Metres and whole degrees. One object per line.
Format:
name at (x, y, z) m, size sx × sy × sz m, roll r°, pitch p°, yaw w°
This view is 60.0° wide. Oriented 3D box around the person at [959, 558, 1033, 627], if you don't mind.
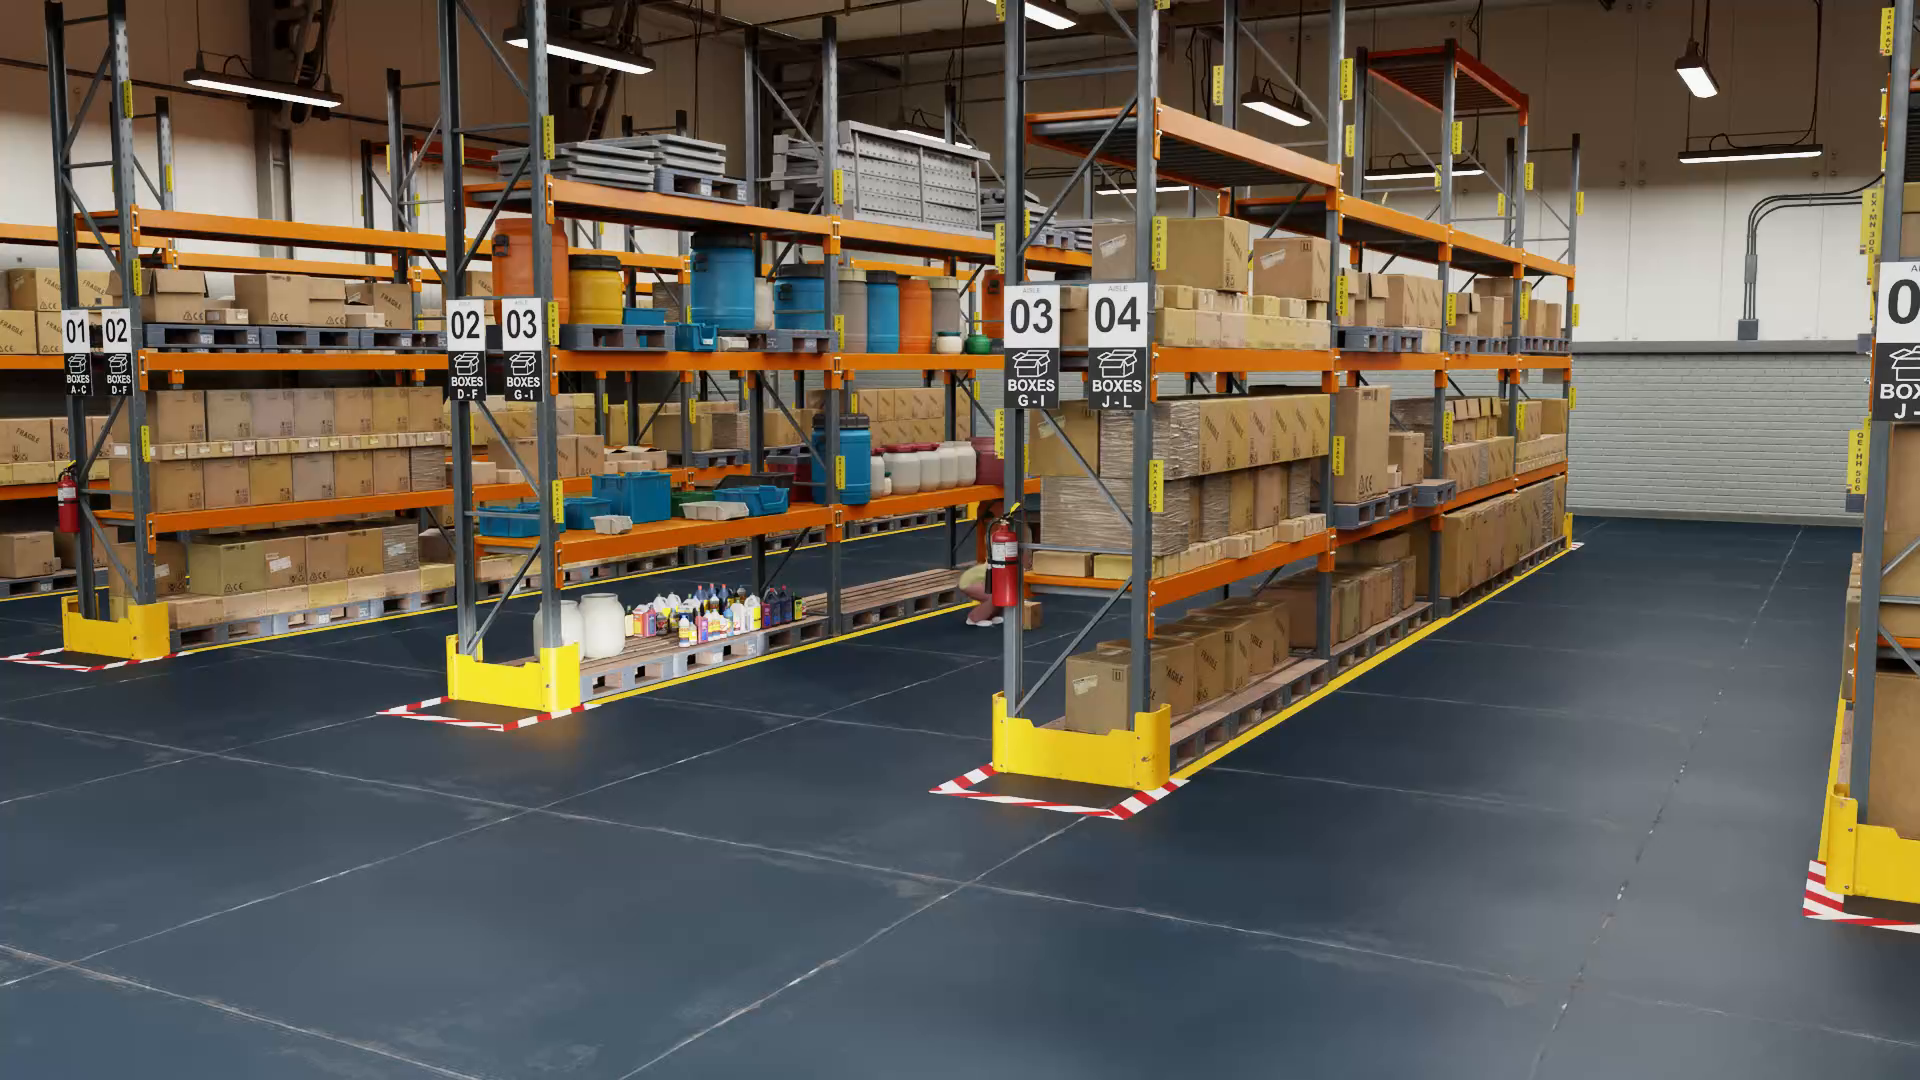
person at (0.404, 0.554, 17.235) m, size 0.844 × 0.787 × 0.468 m, roll 3°, pitch 7°, yaw 28°
